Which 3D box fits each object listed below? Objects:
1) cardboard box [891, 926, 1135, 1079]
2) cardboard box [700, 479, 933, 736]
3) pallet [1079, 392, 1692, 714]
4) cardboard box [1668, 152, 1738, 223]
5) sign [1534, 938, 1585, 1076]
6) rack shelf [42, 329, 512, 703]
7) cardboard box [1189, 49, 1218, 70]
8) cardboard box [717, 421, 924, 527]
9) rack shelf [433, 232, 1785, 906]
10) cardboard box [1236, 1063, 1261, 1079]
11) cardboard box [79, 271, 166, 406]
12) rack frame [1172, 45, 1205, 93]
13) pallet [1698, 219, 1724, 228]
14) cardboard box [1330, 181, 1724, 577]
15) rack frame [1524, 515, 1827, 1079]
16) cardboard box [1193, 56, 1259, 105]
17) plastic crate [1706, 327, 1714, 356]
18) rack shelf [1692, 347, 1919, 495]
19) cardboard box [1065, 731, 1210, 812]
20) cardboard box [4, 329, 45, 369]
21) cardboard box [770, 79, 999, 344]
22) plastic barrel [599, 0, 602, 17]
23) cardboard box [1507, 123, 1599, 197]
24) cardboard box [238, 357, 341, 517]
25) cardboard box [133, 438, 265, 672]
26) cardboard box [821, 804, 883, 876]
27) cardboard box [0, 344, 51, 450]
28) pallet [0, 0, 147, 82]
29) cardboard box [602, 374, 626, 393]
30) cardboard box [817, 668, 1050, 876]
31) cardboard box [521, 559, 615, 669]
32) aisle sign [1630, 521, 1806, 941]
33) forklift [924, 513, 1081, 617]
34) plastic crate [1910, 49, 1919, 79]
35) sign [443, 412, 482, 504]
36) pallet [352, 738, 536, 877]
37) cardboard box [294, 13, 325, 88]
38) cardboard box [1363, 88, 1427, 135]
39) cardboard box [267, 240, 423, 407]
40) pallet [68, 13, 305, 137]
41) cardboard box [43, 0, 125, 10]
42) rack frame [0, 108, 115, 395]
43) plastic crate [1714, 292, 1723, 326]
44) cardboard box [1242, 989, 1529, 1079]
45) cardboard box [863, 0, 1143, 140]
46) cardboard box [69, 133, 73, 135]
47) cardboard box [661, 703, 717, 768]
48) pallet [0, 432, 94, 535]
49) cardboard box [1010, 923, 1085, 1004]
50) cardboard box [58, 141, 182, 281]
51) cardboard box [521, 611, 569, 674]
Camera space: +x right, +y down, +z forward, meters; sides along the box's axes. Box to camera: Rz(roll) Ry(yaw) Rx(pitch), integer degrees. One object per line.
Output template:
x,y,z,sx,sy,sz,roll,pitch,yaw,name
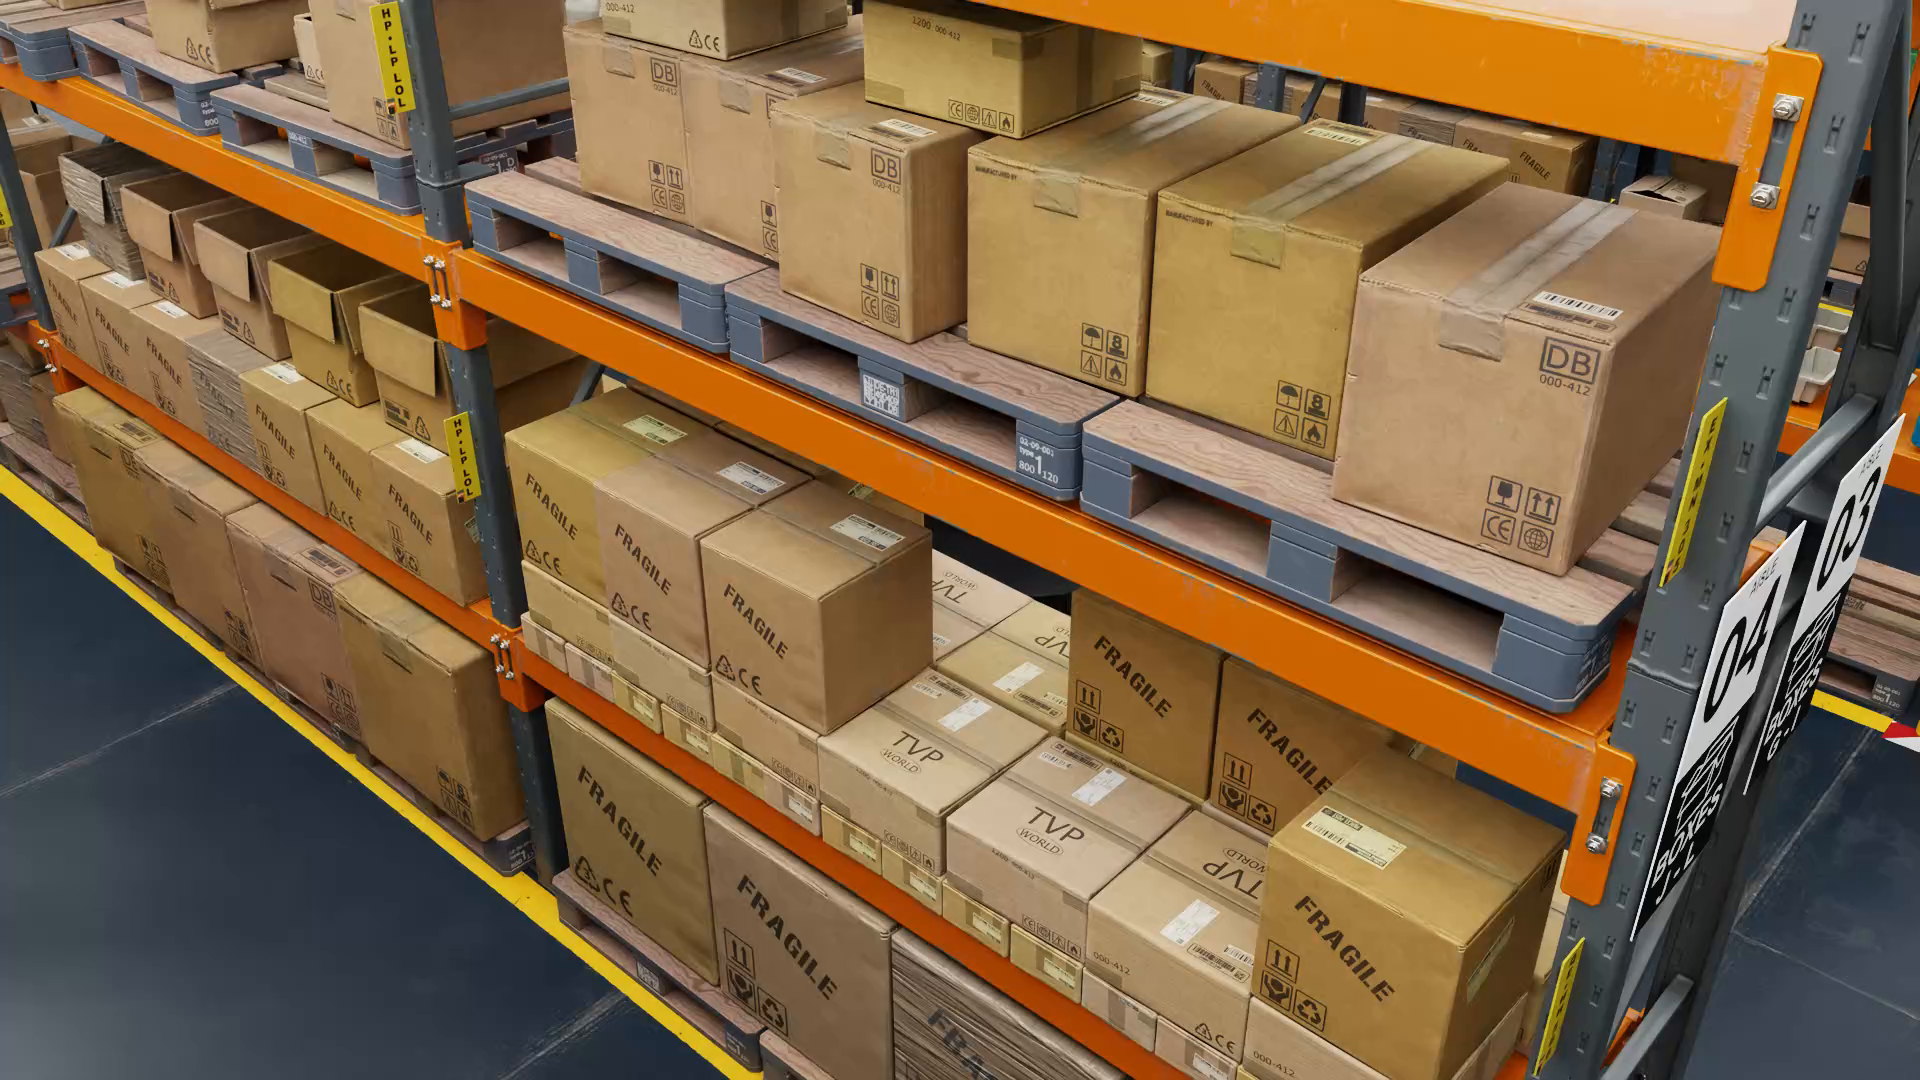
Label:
0.398,1.575,5.378,0.875,0.875,0.875,25,39,35,cardboard box
-0.432,0.197,5.144,0.500,0.500,0.500,24,38,34,cardboard box
1.044,-0.149,3.767,1.213,0.211,1.003,25,39,35,pallet
5.898,-2.849,13.072,0.500,0.500,0.500,25,39,35,cardboard box
1.226,0.956,3.402,0.005,0.325,0.100,25,39,35,sign
-2.848,-0.418,7.733,4.000,0.370,1.077,25,39,35,rack shelf
2.128,-4.741,15.931,0.500,0.311,0.500,27,40,37,cardboard box
-0.476,-0.186,5.781,0.500,0.500,0.500,25,39,36,cardboard box
0.118,-0.318,4.660,4.000,0.370,1.077,25,39,35,rack shelf
0.922,1.372,4.307,0.250,0.149,0.380,25,39,36,cardboard box
-3.769,-1.011,7.924,0.500,0.500,0.500,24,38,34,cardboard box
2.320,-5.205,14.988,0.127,3.000,1.000,25,39,35,rack frame
5.794,-2.388,13.012,1.213,0.211,1.003,25,39,35,pallet
1.179,-0.359,3.429,0.500,0.500,0.700,22,38,32,cardboard box
1.601,1.351,4.098,0.127,3.000,1.000,25,39,35,rack frame
2.465,-4.056,15.076,0.500,0.500,0.500,27,40,37,cardboard box
3.538,-0.957,8.129,0.250,0.136,0.298,25,39,35,plastic crate
3.442,-0.927,8.579,4.000,0.370,1.077,25,39,35,rack shelf
0.666,0.666,5.093,0.500,0.250,0.500,24,38,34,cardboard box
-5.248,-1.257,9.700,0.500,0.250,0.500,-24,39,-34,cardboard box
-0.056,-0.913,4.350,0.500,0.500,0.700,27,40,37,cardboard box
-2.546,-3.936,12.748,0.433,0.535,0.433,0,31,0,plastic barrel
4.727,-2.999,13.321,0.500,0.500,0.500,25,39,35,cardboard box
-2.649,-0.486,7.052,0.500,0.500,0.500,25,39,35,cardboard box
-3.177,-0.129,8.209,0.875,0.875,1.225,25,39,35,cardboard box
-0.212,0.842,5.186,0.250,0.149,0.380,24,38,34,cardboard box
-5.261,-0.947,9.912,0.500,0.500,0.700,21,37,31,cardboard box
-3.818,-2.420,7.636,1.003,0.211,1.213,27,40,37,pallet
-1.538,-0.331,6.795,0.500,0.500,0.500,25,39,35,cardboard box
-0.079,0.691,5.051,0.500,0.250,0.500,25,39,35,cardboard box
-1.192,0.166,5.923,0.500,0.250,0.500,24,39,34,cardboard box
1.453,0.377,3.196,0.004,0.787,0.394,25,39,35,aisle sign
0.075,-0.904,7.909,1.130,2.935,3.031,-4,31,-7,forklift
4.002,-1.970,6.911,0.336,0.188,0.450,25,39,35,plastic crate
-1.722,-0.285,5.769,0.005,0.325,0.100,25,39,35,sign
-1.988,0.923,7.512,1.213,0.211,1.003,25,39,35,pallet
-2.118,-1.875,6.226,0.500,0.311,0.500,24,38,34,cardboard box
3.616,-3.522,14.190,0.500,0.500,0.500,24,38,34,cardboard box
-2.345,-0.966,6.877,0.637,0.503,0.797,26,39,36,cardboard box
-2.986,-2.034,6.995,1.213,0.211,1.003,27,40,37,pallet
-3.830,-2.744,7.484,0.797,0.503,0.637,-27,40,-37,cardboard box
-4.331,-1.418,8.697,0.127,3.000,1.000,25,39,35,rack frame
3.986,-1.164,8.380,0.300,0.233,0.416,25,39,35,plastic crate
1.063,1.221,4.170,0.500,0.250,0.500,24,39,34,cardboard box
0.110,-1.224,4.139,0.500,0.250,0.500,24,38,34,cardboard box
-5.419,-2.202,9.737,0.500,0.250,0.500,24,38,34,cardboard box
-0.782,0.576,5.629,0.250,0.149,0.380,24,38,34,cardboard box
-4.909,-0.494,9.866,1.213,0.211,1.003,25,39,35,pallet
0.358,1.108,4.745,0.250,0.149,0.380,24,39,34,cardboard box
-3.799,-1.631,7.982,0.637,0.503,0.797,27,40,37,cardboard box
-1.369,0.304,6.081,0.250,0.149,0.380,25,39,35,cardboard box
